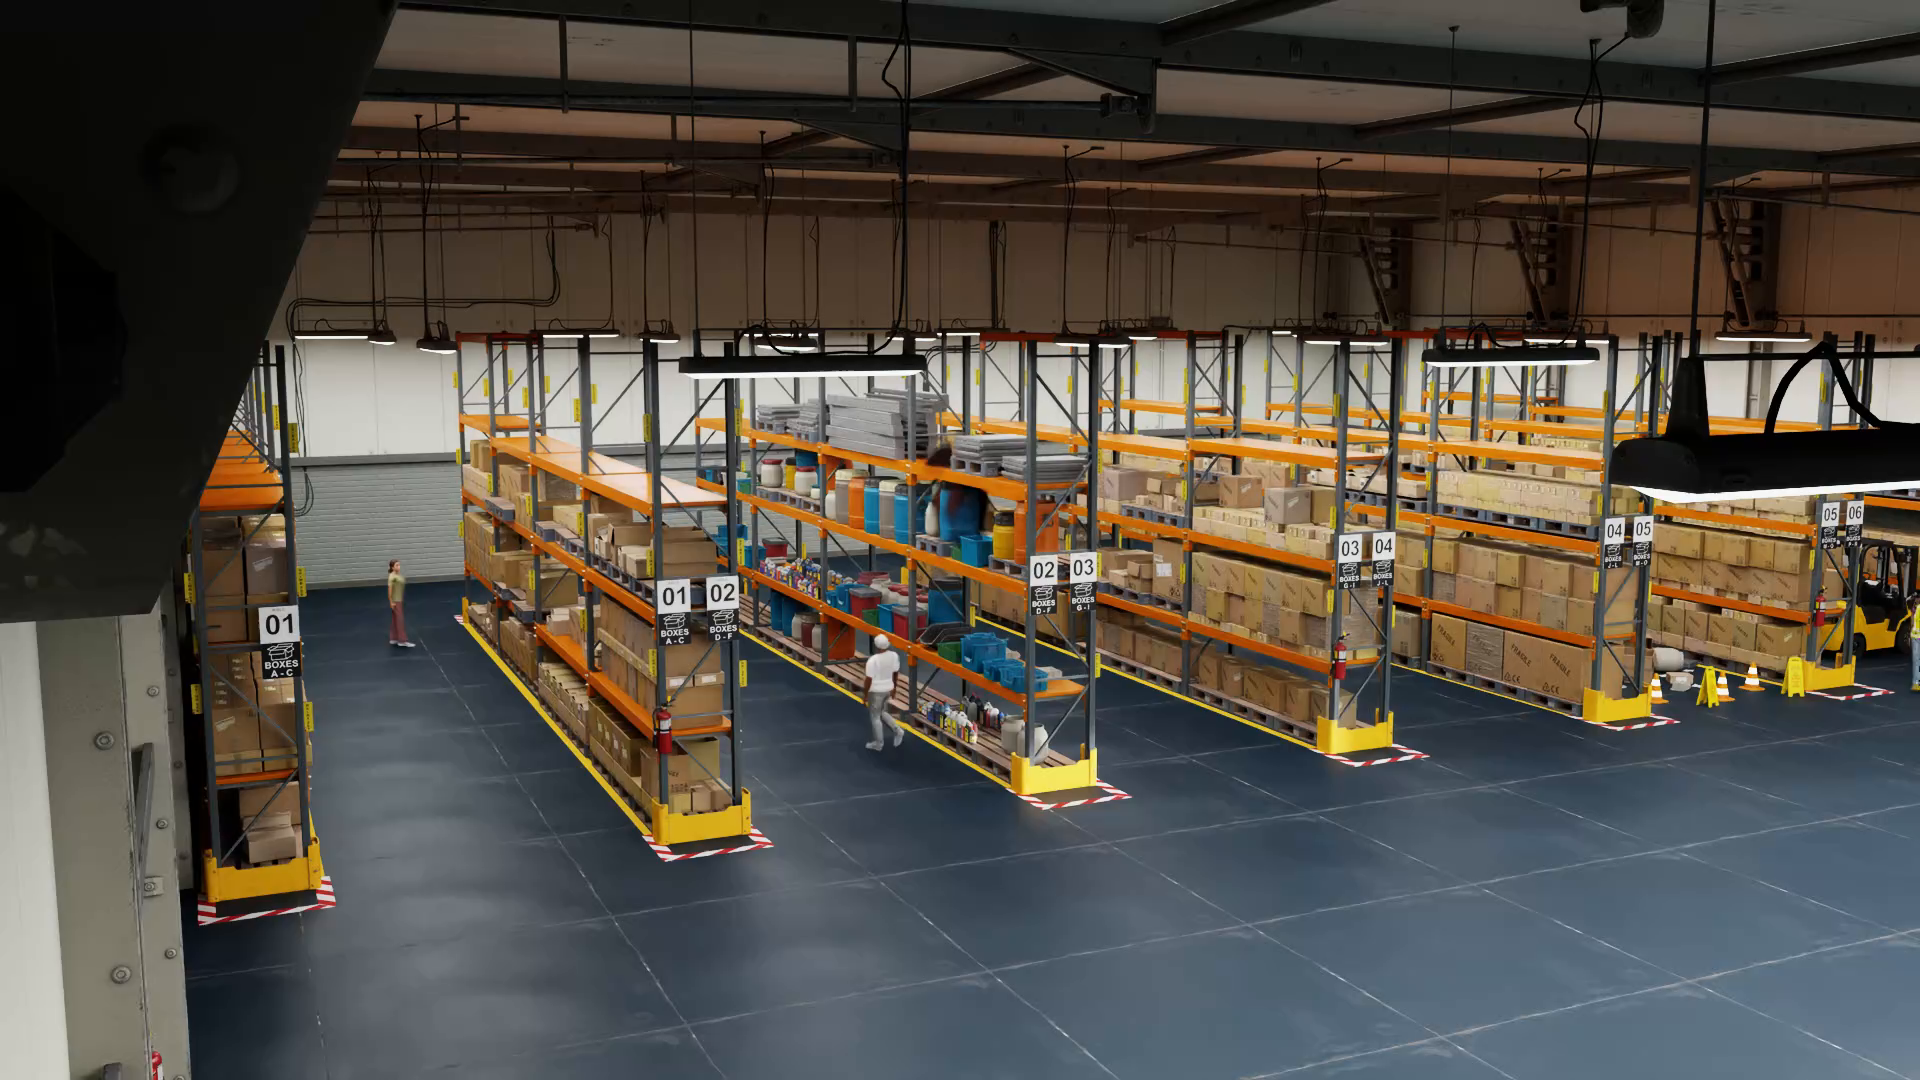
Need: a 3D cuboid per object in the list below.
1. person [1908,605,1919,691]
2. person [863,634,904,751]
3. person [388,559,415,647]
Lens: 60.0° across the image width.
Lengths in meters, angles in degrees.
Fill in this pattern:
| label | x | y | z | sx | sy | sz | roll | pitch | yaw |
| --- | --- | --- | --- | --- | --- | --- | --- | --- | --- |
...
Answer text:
| label | x | y | z | sx | sy | sz | roll | pitch | yaw |
| --- | --- | --- | --- | --- | --- | --- | --- | --- | --- |
| person | 16.414 | 1.676 | 28.214 | 0.573 | 1.737 | 0.855 | 5 | 9 | 30 |
| person | -1.127 | 2.199 | 24.107 | 0.594 | 1.736 | 0.594 | 5 | 9 | 31 |
| person | -10.762 | 1.213 | 32.008 | 0.500 | 1.669 | 0.490 | -1 | 8 | -8 |
